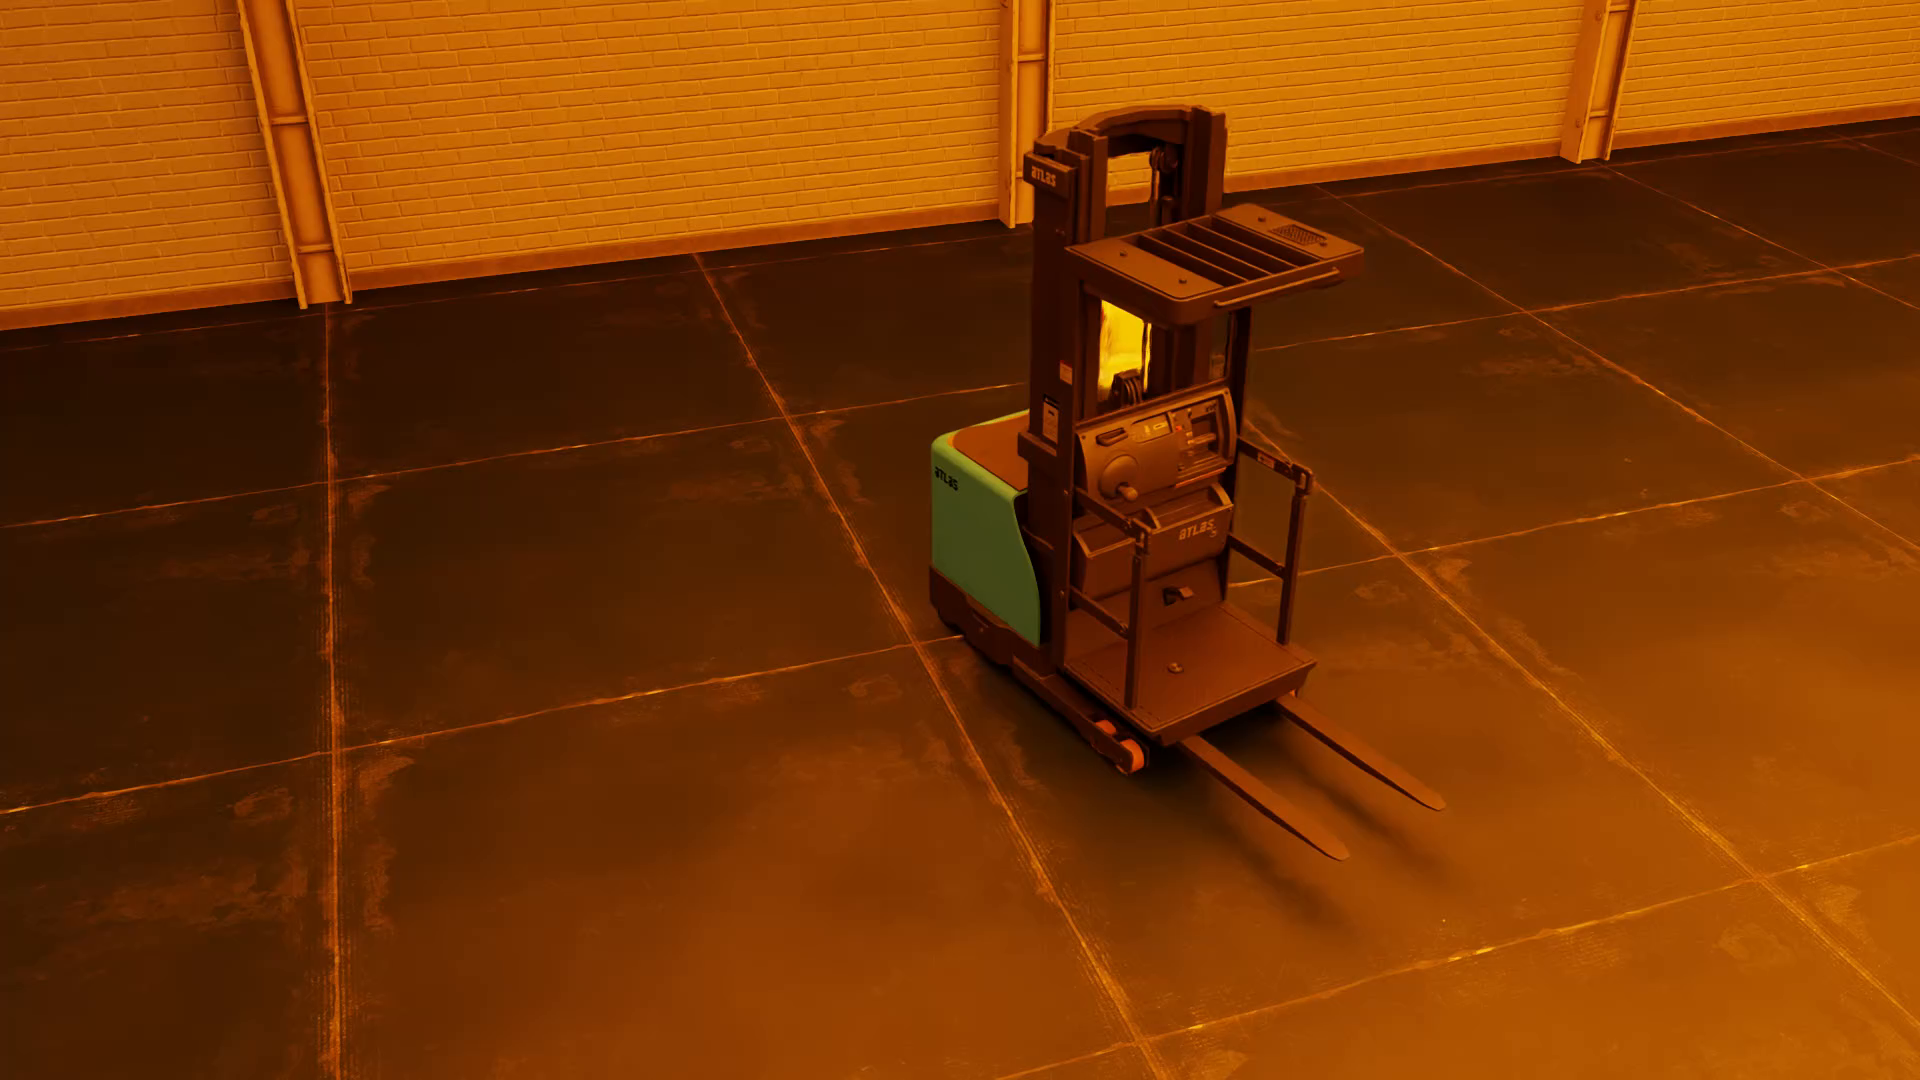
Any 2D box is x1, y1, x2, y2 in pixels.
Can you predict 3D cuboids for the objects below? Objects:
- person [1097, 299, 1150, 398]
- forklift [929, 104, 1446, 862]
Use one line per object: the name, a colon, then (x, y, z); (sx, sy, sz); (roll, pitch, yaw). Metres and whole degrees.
person: (0.998, -1.056, 10.326); (0.872, 1.555, 0.644); (-4, 30, -8)
forklift: (1.072, -0.410, 7.800); (1.130, 2.935, 3.031); (-19, 35, -29)
